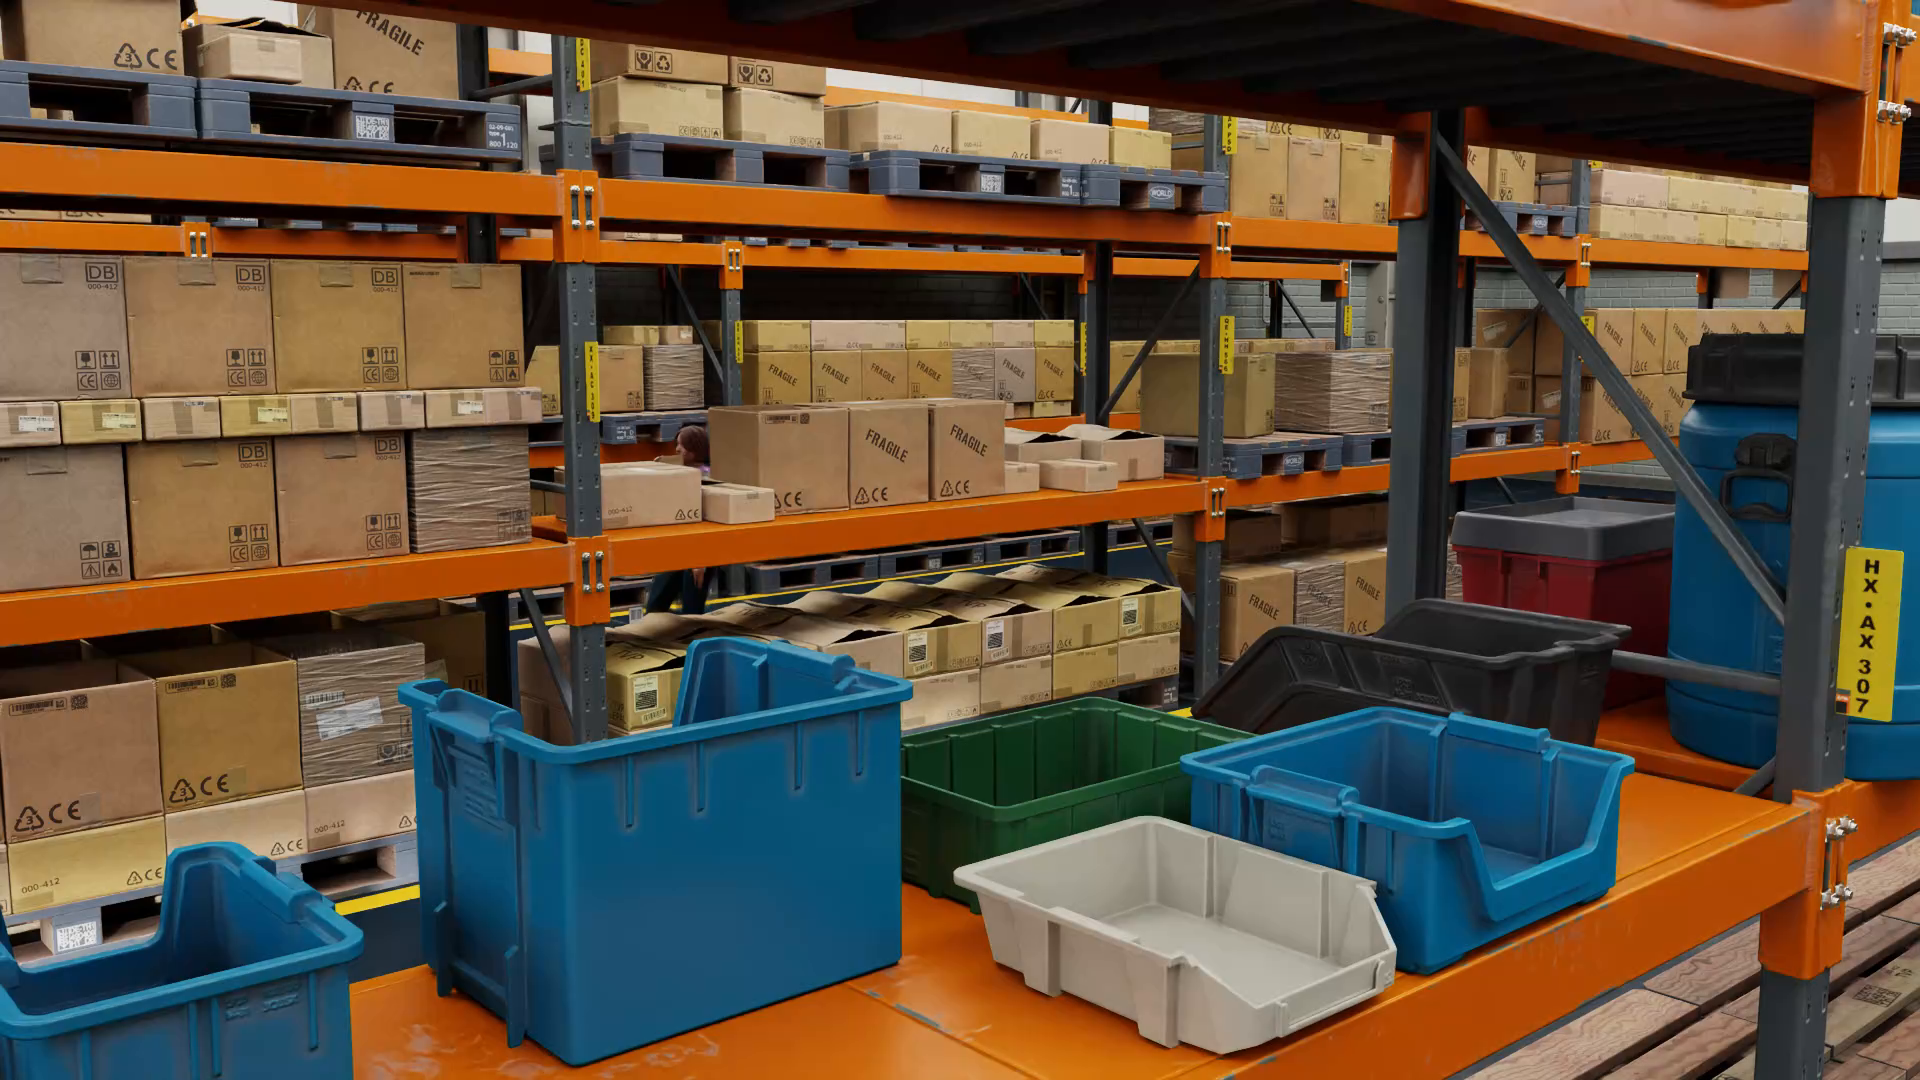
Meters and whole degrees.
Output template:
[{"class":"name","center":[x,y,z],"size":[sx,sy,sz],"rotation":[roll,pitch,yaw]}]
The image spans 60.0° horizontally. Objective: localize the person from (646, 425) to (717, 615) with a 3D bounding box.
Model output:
[{"class":"person","center":[-1.576,0.129,9.658],"size":[0.435,1.596,0.448],"rotation":[-6,10,-38]}]
